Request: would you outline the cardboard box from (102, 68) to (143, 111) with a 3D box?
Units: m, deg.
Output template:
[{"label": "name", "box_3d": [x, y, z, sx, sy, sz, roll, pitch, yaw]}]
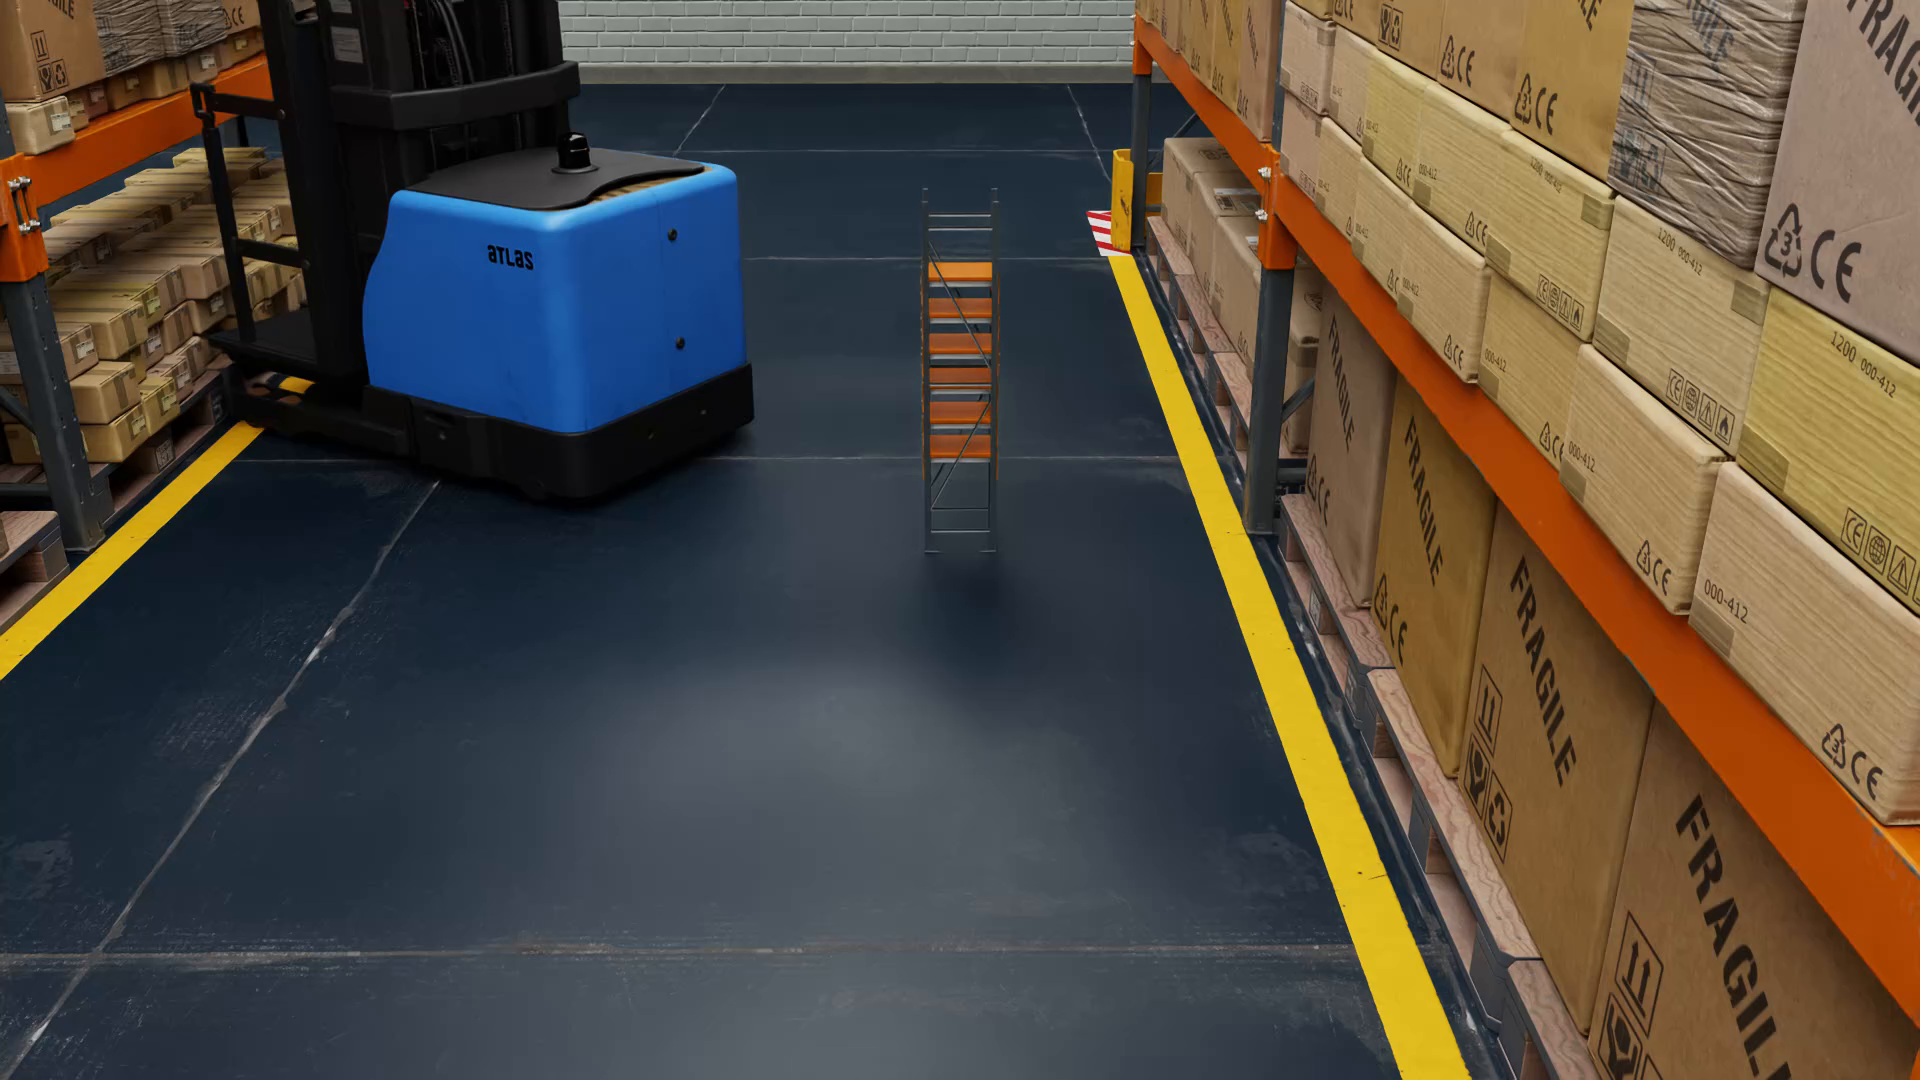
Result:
[{"label": "cardboard box", "box_3d": [-3.257, -1.672, 6.112, 0.380, 0.149, 0.250, -1, 24, -3]}]

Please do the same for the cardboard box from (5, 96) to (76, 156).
[{"label": "cardboard box", "box_3d": [-3.127, -1.344, 5.387, 0.380, 0.149, 0.250, 1, 24, 1]}]

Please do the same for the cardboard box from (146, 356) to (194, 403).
[{"label": "cardboard box", "box_3d": [-3.192, -0.596, 6.378, 0.380, 0.149, 0.250, 0, 24, -1]}]

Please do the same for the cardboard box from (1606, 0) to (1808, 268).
[{"label": "cardboard box", "box_3d": [1.260, -0.681, 2.280, 0.500, 0.500, 0.500, 0, 24, 0]}]

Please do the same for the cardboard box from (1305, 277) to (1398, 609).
[{"label": "cardboard box", "box_3d": [1.584, -0.373, 5.003, 0.875, 0.875, 0.875, 0, 24, 1]}]

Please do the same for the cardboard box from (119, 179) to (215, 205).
[{"label": "cardboard box", "box_3d": [-3.746, -1.616, 7.910, 0.380, 0.149, 0.250, -1, 24, -3]}]

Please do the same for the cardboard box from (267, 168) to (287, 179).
[{"label": "cardboard box", "box_3d": [-3.161, -1.725, 8.153, 0.380, 0.149, 0.250, -1, 24, -2]}]

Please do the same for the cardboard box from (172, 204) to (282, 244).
[{"label": "cardboard box", "box_3d": [-3.271, -1.399, 7.431, 0.380, 0.149, 0.250, -1, 24, -2]}]

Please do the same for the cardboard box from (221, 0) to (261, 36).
[{"label": "cardboard box", "box_3d": [-3.222, -2.359, 6.844, 0.500, 0.500, 0.500, 1, 24, 2]}]

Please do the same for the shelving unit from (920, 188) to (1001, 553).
[{"label": "shelving unit", "box_3d": [0.000, -0.541, 5.490, 0.258, 1.200, 0.189, 0, 24, -1]}]

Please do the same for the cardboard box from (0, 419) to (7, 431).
[{"label": "cardboard box", "box_3d": [-3.715, -0.500, 6.166, 0.380, 0.149, 0.250, 0, 24, 1]}]

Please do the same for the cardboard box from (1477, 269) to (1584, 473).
[{"label": "cardboard box", "box_3d": [1.265, -0.313, 2.984, 0.500, 0.250, 0.500, 0, 24, -1]}]

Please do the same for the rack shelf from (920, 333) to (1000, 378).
[{"label": "rack shelf", "box_3d": [0.000, -0.610, 5.458, 0.258, 0.103, 0.180, 0, 24, -1]}]

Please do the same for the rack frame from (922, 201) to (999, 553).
[{"label": "rack frame", "box_3d": [0.001, -0.503, 5.406, 0.240, 1.200, 0.006, 0, 24, -1]}]

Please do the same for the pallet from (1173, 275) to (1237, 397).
[{"label": "pallet", "box_3d": [1.551, -0.952, 7.598, 1.003, 0.211, 1.213, 0, 24, -1]}]

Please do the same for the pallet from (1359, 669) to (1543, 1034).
[{"label": "pallet", "box_3d": [1.597, 0.688, 3.973, 1.003, 0.211, 1.213, 0, 24, -1]}]

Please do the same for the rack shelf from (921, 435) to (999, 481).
[{"label": "rack shelf", "box_3d": [0.000, -0.282, 5.607, 0.258, 0.103, 0.180, 0, 24, -1]}]

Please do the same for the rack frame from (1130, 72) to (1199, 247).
[{"label": "rack frame", "box_3d": [1.454, -3.053, 8.860, 1.000, 3.000, 0.127, 0, 24, -1]}]

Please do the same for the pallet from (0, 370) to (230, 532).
[{"label": "pallet", "box_3d": [-3.494, -0.347, 6.260, 1.003, 0.211, 1.213, 0, 24, -1]}]

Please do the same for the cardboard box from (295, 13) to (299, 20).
[{"label": "cardboard box", "box_3d": [-3.226, -2.322, 7.548, 0.380, 0.149, 0.250, -1, 24, -3]}]

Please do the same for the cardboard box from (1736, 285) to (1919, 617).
[{"label": "cardboard box", "box_3d": [1.282, -0.114, 1.938, 0.500, 0.250, 0.500, 0, 24, -1]}]

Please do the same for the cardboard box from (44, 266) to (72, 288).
[{"label": "cardboard box", "box_3d": [-3.693, -0.964, 6.470, 0.380, 0.149, 0.250, 1, 24, 1]}]

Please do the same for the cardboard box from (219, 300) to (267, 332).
[{"label": "cardboard box", "box_3d": [-3.189, -0.919, 7.092, 0.380, 0.149, 0.250, -1, 24, -2]}]

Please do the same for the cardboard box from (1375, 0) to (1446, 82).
[{"label": "cardboard box", "box_3d": [1.251, -1.307, 3.665, 0.500, 0.500, 0.500, -1, 24, -2]}]

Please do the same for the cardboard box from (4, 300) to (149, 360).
[{"label": "cardboard box", "box_3d": [-3.192, -0.761, 6.020, 0.380, 0.149, 0.250, 1, 24, 2]}]

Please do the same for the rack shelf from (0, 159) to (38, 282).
[{"label": "rack shelf", "box_3d": [-3.430, -0.189, 3.400, 1.077, 0.370, 4.000, 0, 24, -1]}]

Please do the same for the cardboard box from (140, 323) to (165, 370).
[{"label": "cardboard box", "box_3d": [-3.266, -0.723, 6.298, 0.380, 0.149, 0.250, 0, 24, -1]}]

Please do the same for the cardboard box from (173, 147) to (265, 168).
[{"label": "cardboard box", "box_3d": [-3.829, -1.935, 8.616, 0.380, 0.149, 0.250, -1, 24, -3]}]

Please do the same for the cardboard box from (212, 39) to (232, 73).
[{"label": "cardboard box", "box_3d": [-3.240, -1.997, 6.830, 0.380, 0.149, 0.250, 1, 24, 1]}]

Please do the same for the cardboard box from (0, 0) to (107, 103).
[{"label": "cardboard box", "box_3d": [-3.205, -1.727, 5.446, 0.500, 0.500, 0.500, -1, 24, -2]}]

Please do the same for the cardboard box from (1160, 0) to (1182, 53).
[{"label": "cardboard box", "box_3d": [1.193, -2.481, 7.475, 0.500, 0.500, 0.500, 0, 24, -1]}]

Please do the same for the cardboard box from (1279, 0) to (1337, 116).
[{"label": "cardboard box", "box_3d": [1.220, -1.381, 4.740, 0.500, 0.250, 0.500, -1, 24, -2]}]

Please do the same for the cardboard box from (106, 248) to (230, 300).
[{"label": "cardboard box", "box_3d": [-3.190, -1.077, 6.720, 0.380, 0.149, 0.250, 0, 24, 1]}]

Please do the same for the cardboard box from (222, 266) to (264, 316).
[{"label": "cardboard box", "box_3d": [-3.185, -1.052, 7.026, 0.380, 0.149, 0.250, 0, 24, -1]}]

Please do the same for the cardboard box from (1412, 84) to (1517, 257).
[{"label": "cardboard box", "box_3d": [1.240, -0.750, 3.344, 0.500, 0.250, 0.500, -1, 24, -2]}]

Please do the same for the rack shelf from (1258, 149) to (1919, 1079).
[{"label": "rack shelf", "box_3d": [1.519, -0.253, 3.541, 1.077, 0.370, 4.000, 0, 24, -1]}]

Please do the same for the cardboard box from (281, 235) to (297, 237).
[{"label": "cardboard box", "box_3d": [-3.178, -1.373, 7.735, 0.380, 0.149, 0.250, 0, 24, 0]}]

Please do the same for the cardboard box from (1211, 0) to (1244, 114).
[{"label": "cardboard box", "box_3d": [1.226, -1.852, 6.083, 0.500, 0.500, 0.500, -1, 24, -2]}]

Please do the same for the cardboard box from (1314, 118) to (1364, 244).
[{"label": "cardboard box", "box_3d": [1.245, -0.940, 4.371, 0.500, 0.250, 0.500, -1, 24, -2]}]

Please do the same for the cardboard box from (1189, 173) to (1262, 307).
[{"label": "cardboard box", "box_3d": [1.579, -1.428, 7.867, 0.875, 0.438, 0.875, 0, 24, 1]}]

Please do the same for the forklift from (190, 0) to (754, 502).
[{"label": "forklift", "box_3d": [-2.346, -1.914, 6.426, 3.031, 2.935, 1.130, 14, 28, 29]}]

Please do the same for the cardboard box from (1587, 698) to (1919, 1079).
[{"label": "cardboard box", "box_3d": [1.616, 0.736, 2.552, 0.875, 0.875, 0.875, 0, 24, -1]}]

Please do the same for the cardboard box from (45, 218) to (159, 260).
[{"label": "cardboard box", "box_3d": [-3.696, -1.289, 7.189, 0.380, 0.149, 0.250, 0, 24, 0]}]
